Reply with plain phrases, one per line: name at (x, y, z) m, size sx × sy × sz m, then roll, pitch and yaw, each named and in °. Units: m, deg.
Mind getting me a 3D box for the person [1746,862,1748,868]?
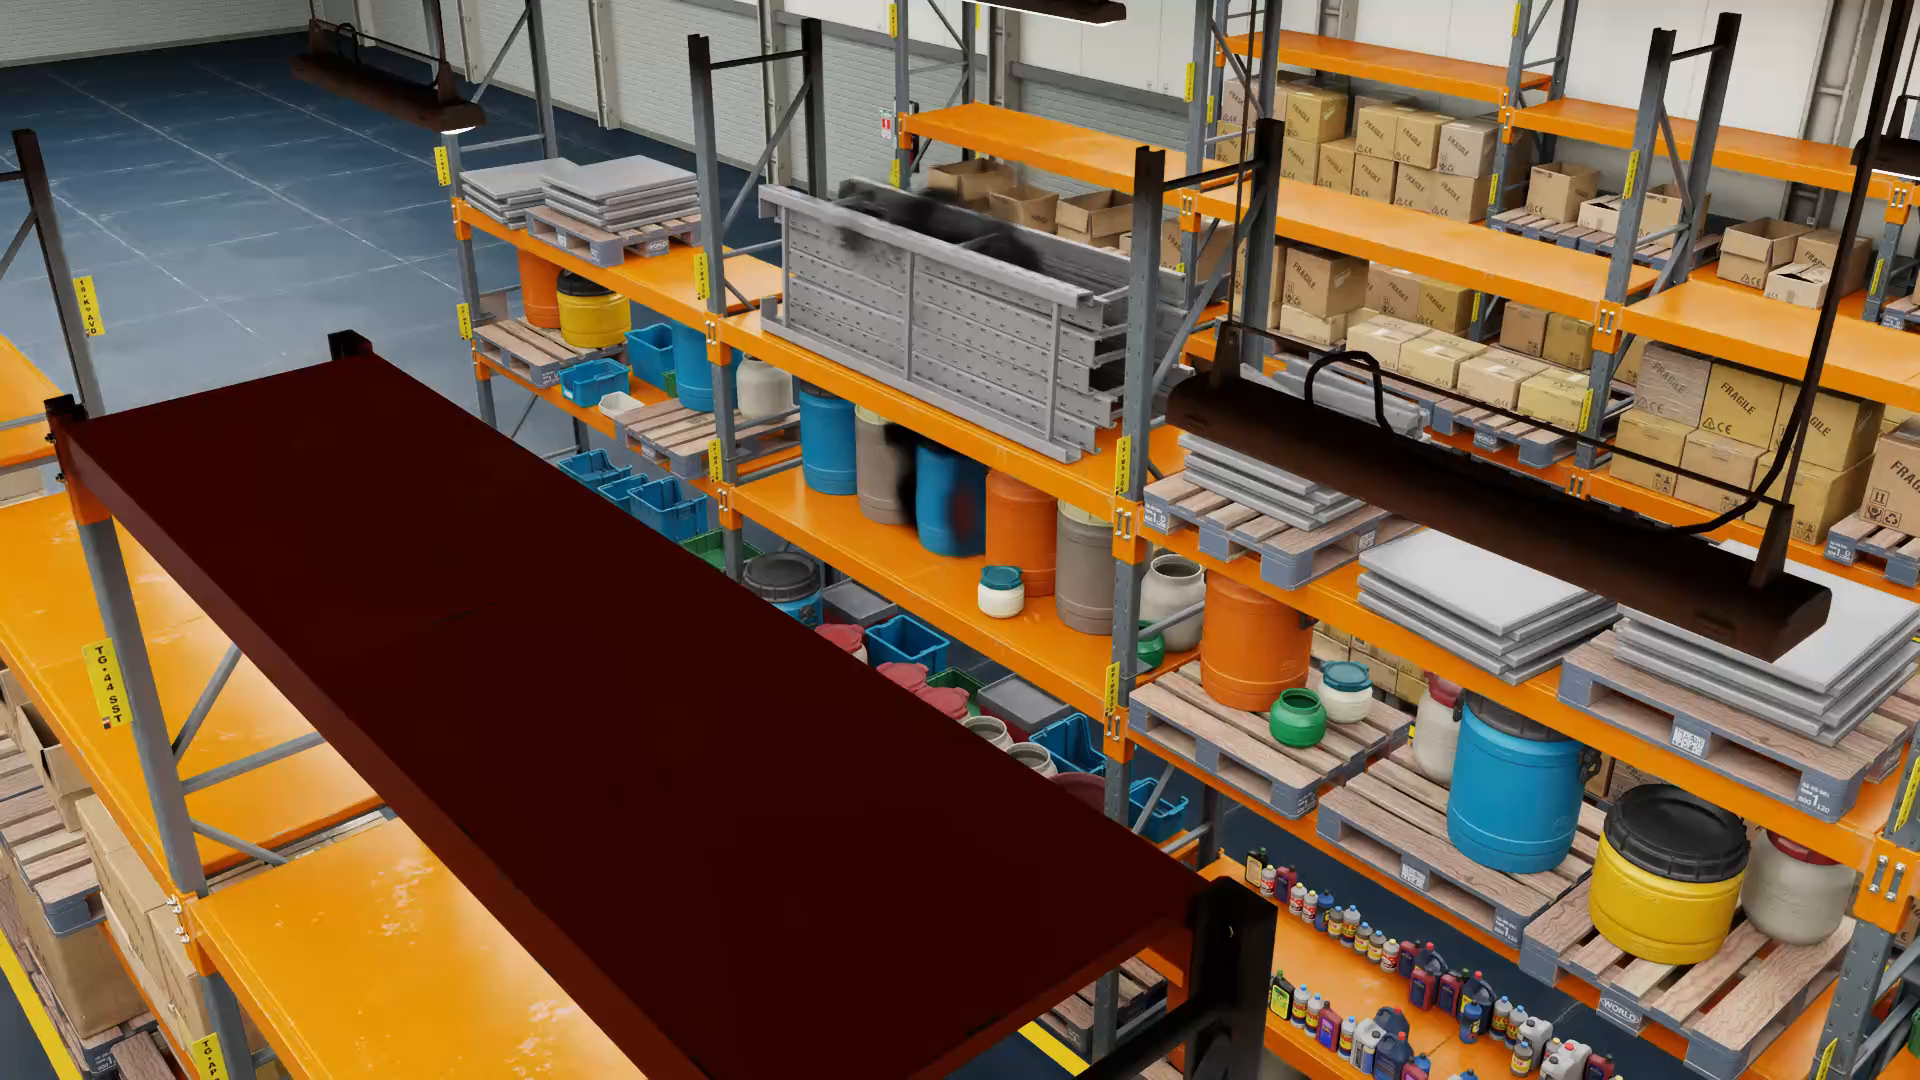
person at (5.018, 2.663, 10.469) m, size 0.940 × 1.679 × 0.540 m, roll 20°, pitch 33°, yaw 34°
